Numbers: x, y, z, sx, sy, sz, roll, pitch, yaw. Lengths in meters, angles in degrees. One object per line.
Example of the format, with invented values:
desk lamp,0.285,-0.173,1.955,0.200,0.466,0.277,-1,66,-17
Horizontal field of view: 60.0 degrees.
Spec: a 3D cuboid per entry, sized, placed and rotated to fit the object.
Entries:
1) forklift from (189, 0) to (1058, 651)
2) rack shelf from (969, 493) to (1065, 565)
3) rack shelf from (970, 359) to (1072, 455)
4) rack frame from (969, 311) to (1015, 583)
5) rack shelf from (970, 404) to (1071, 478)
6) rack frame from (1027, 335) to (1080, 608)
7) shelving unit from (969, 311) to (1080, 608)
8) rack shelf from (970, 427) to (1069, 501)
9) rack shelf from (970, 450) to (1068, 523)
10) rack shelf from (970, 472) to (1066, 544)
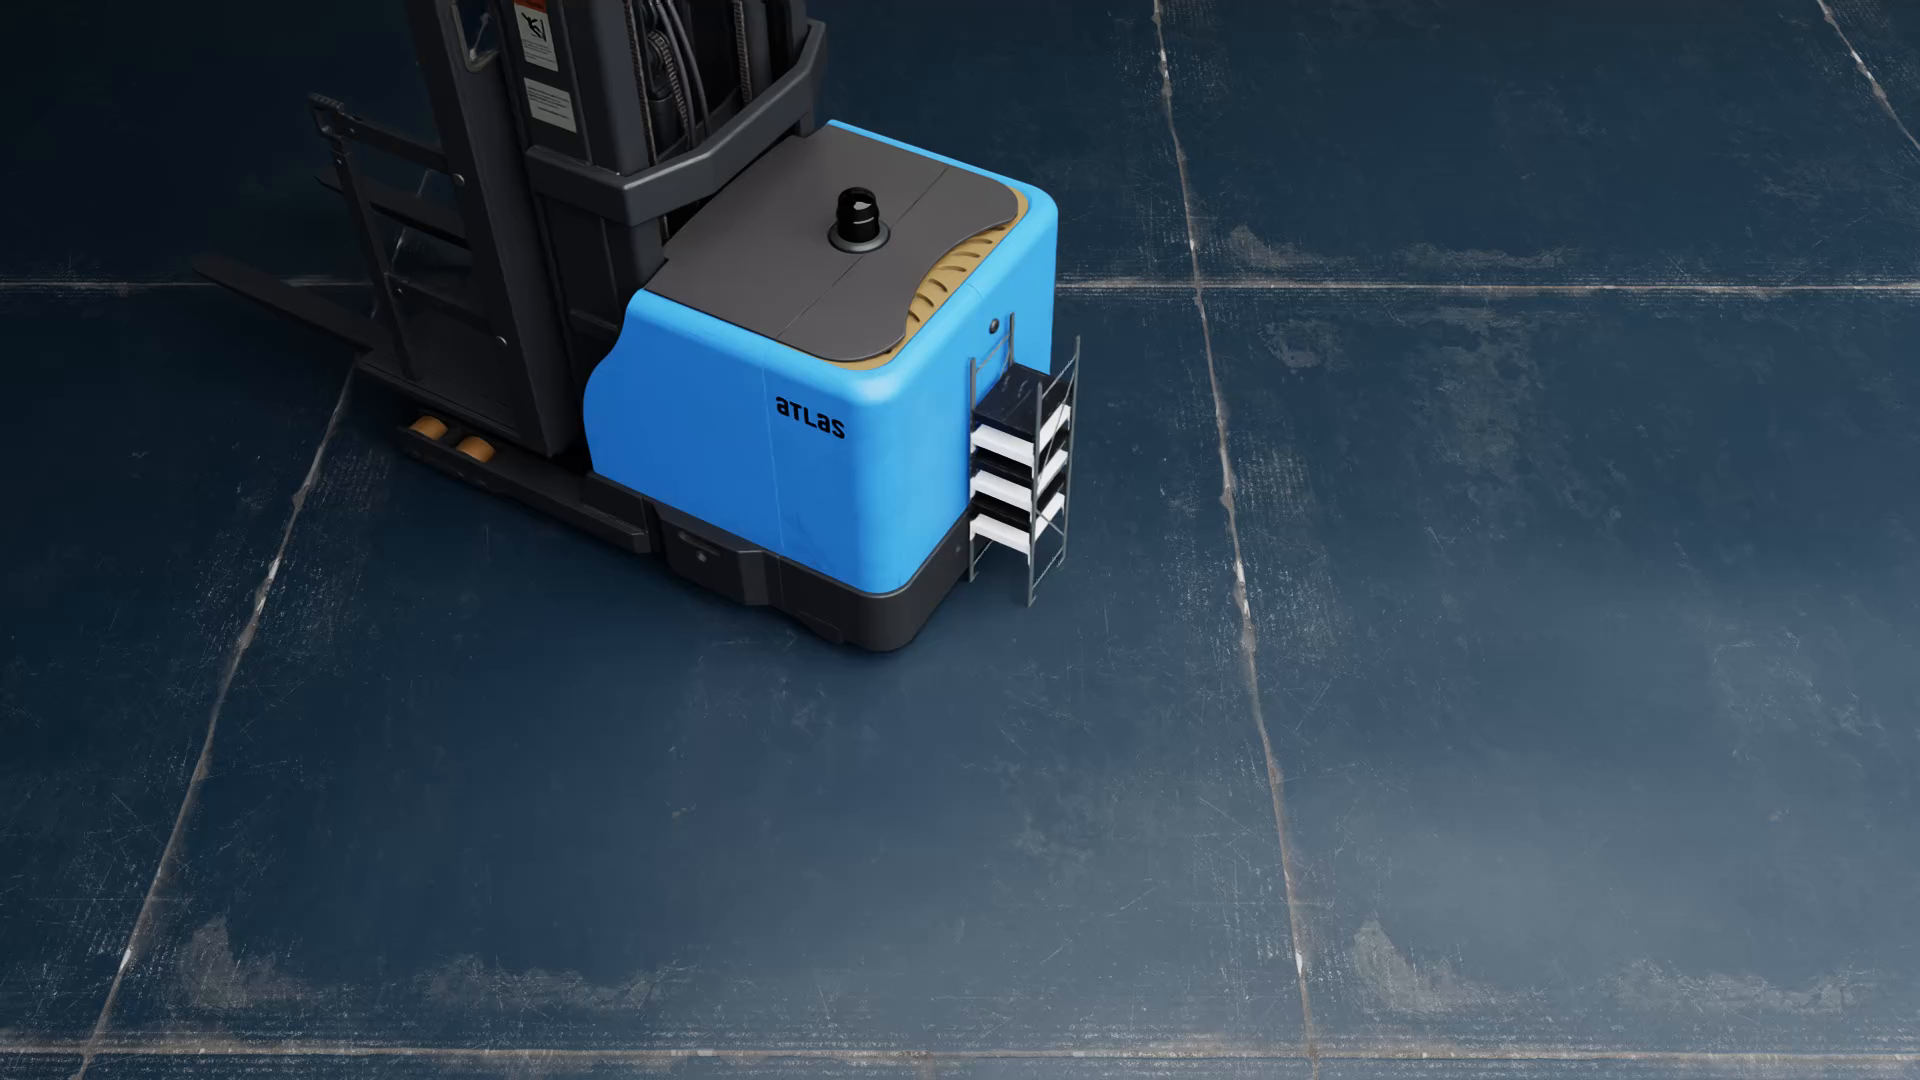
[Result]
forklift,-1.241,-1.482,4.627,3.031,2.935,1.130,23,51,20
rack shelf,0.178,-0.068,4.990,0.200,0.077,0.258,23,51,20
rack shelf,0.178,-0.375,4.661,0.200,0.077,0.258,23,51,20
rack frame,0.090,-0.251,4.868,0.006,0.900,0.240,23,51,20
rack shelf,0.178,-0.313,4.726,0.200,0.077,0.258,23,51,20
rack frame,0.266,-0.176,4.799,0.006,0.900,0.240,23,51,20
shelving unit,0.178,-0.213,4.834,0.210,0.900,0.258,23,51,20
rack shelf,0.178,-0.252,4.792,0.200,0.077,0.258,23,51,20
rack shelf,0.178,-0.191,4.858,0.200,0.077,0.258,23,51,20
rack shelf,0.178,-0.129,4.924,0.200,0.077,0.258,23,51,20
